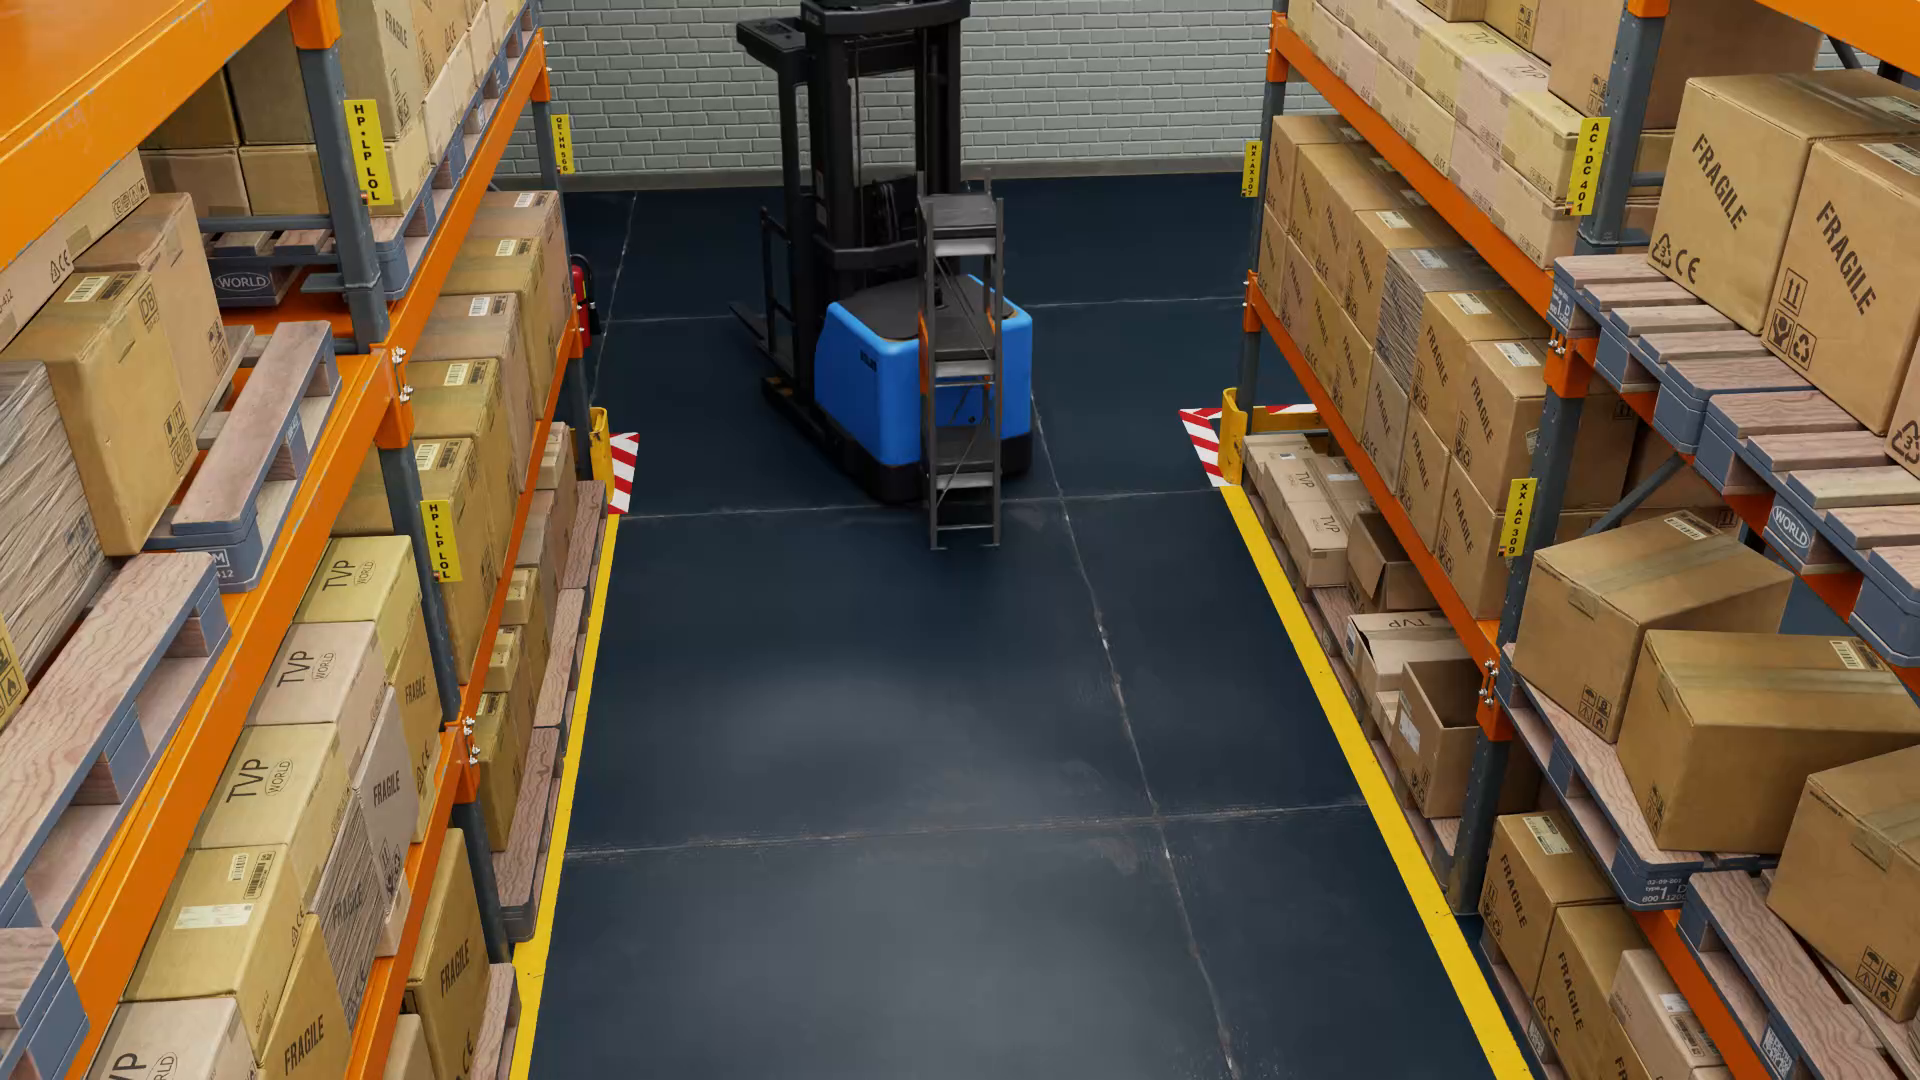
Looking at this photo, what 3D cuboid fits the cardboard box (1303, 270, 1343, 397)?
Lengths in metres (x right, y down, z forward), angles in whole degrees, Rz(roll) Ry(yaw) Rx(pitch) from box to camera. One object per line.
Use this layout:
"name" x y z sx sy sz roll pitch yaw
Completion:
"cardboard box" 2.095 -1.066 8.512 0.500 0.500 0.500 -3 31 -5

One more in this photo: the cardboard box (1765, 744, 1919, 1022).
"cardboard box" 2.818 0.937 4.750 0.700 0.500 0.500 -11 32 -17

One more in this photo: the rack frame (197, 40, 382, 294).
"rack frame" -2.340 -2.076 4.450 1.000 3.000 0.127 -3 31 -5

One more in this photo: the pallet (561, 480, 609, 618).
"pallet" -2.561 0.059 9.445 1.003 0.211 1.213 -3 31 -5

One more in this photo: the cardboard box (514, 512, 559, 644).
"cardboard box" -2.454 0.215 8.492 0.700 0.500 0.500 -4 31 -6

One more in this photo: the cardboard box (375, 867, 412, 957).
"cardboard box" -1.917 1.152 5.121 0.380 0.149 0.250 -3 31 -5

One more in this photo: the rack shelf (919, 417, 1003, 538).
"rack shelf" 0.001 -0.366 9.704 0.431 0.518 0.480 -4 31 -6

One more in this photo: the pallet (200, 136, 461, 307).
"pallet" -2.406 -1.168 5.942 1.003 0.211 1.213 -3 31 -5

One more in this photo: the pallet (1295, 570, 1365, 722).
"pallet" 2.412 0.483 8.736 1.003 0.211 1.213 -3 31 -5

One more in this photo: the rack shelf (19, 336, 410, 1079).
"rack shelf" -2.153 0.542 3.694 1.077 0.370 4.000 -3 31 -5

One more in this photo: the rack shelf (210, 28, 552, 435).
"rack shelf" -2.527 -1.500 7.113 1.077 0.370 4.000 -3 31 -5

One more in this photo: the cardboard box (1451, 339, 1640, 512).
"cardboard box" 2.287 -0.457 6.518 0.500 0.500 0.500 -3 31 -4

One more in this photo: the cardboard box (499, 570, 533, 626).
"cardboard box" -2.207 0.277 7.756 0.380 0.149 0.250 -4 31 -6

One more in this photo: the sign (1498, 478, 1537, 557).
"sign" 2.052 -0.081 6.116 0.100 0.325 0.005 -3 31 -5

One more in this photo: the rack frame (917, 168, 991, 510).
"rack frame" -0.031 -1.103 9.547 0.400 2.100 0.015 -4 31 -6

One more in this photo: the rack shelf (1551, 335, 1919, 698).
"rack shelf" 2.779 0.303 4.094 1.077 0.370 4.000 -3 31 -5

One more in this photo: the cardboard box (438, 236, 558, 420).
"cardboard box" -2.577 -1.040 8.274 0.980 0.700 0.700 -3 31 -5

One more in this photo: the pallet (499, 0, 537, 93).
"pallet" -2.634 -2.414 8.027 1.003 0.211 1.213 -3 31 -5

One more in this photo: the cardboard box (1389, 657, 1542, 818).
"cardboard box" 2.256 0.868 7.381 0.500 0.500 0.500 -3 31 -5

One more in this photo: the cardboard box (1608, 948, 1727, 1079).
"cardboard box" 2.488 1.592 5.437 0.500 0.250 0.500 -3 31 -4

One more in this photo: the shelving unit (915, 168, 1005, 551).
"shelving unit" -0.001 -0.979 9.339 0.431 2.100 0.503 -4 31 -6

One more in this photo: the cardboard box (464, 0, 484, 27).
"cardboard box" -2.280 -2.428 6.873 0.500 0.500 0.500 -4 31 -7

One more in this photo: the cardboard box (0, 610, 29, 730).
"cardboard box" -2.209 0.227 2.994 0.700 0.500 0.500 -1 31 -2

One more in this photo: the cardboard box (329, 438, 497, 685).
"cardboard box" -2.374 0.093 6.376 0.980 0.700 0.700 -2 31 -4

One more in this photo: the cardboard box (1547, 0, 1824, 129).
"cardboard box" 2.508 -1.746 5.750 0.700 0.500 0.500 -3 31 -5

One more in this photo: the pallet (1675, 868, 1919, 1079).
"pallet" 2.779 1.393 4.681 1.003 0.211 1.213 -3 31 -5

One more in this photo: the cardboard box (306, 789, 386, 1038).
"cardboard box" -1.950 1.061 4.641 0.500 0.500 0.500 -3 31 -4

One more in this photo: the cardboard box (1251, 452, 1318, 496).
"cardboard box" 1.939 -0.396 9.822 0.380 0.166 0.250 -3 31 -5

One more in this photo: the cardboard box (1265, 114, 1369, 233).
"cardboard box" 1.997 -2.015 9.125 0.500 0.500 0.500 -2 31 -3

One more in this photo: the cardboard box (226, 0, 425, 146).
"cardboard box" -2.127 -1.646 5.563 0.500 0.500 0.500 -3 31 -5

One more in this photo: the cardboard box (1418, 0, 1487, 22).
"cardboard box" 2.352 -2.511 7.031 0.700 0.500 0.500 -3 31 -5

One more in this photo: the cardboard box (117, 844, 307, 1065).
"cardboard box" -1.907 1.007 4.001 0.500 0.250 0.500 -3 31 -6

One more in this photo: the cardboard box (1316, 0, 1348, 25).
"cardboard box" 2.047 -2.689 8.061 0.500 0.250 0.500 -3 31 -5

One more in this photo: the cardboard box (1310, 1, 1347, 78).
"cardboard box" 2.047 -2.475 8.189 0.500 0.250 0.500 -3 31 -5

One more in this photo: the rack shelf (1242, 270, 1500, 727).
"rack shelf" 2.405 -0.452 8.282 1.077 0.370 4.000 -3 31 -5

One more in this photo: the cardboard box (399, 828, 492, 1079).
"cardboard box" -2.150 1.568 5.886 0.750 0.750 0.750 -2 31 -4

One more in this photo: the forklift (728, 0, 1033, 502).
"forklift" -0.694 -2.217 10.603 1.130 2.935 3.031 -15 34 -24

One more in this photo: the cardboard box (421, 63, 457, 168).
"cardboard box" -2.175 -1.573 6.172 0.500 0.250 0.500 -3 31 -6

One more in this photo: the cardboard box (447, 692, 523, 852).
"cardboard box" -2.308 1.006 7.169 0.700 0.500 0.500 -2 31 -4

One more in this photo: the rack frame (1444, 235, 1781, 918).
"rack frame" 2.592 0.261 6.388 1.000 3.000 0.127 -3 31 -5

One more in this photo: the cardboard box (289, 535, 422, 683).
"cardboard box" -2.041 0.225 5.310 0.500 0.250 0.500 -2 31 -3

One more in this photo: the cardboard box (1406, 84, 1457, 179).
"cardboard box" 2.190 -1.709 6.907 0.500 0.250 0.500 -3 31 -5

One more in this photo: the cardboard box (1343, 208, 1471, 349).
"cardboard box" 2.144 -1.233 7.817 0.500 0.500 0.500 -3 31 -5

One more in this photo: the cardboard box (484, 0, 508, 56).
"cardboard box" -2.331 -2.362 7.493 0.500 0.250 0.500 -4 31 -6

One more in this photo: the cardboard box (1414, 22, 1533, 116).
"cardboard box" 2.188 -1.923 6.779 0.500 0.250 0.500 -3 31 -5

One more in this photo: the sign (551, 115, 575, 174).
"sign" -2.172 -2.160 9.081 0.100 0.325 0.005 -3 31 -5

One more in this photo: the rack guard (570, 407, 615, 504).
"rack guard" -2.716 -0.481 10.068 1.175 0.500 0.348 -3 31 -5

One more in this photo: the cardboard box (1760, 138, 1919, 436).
"cardboard box" 2.651 -0.692 4.454 0.600 0.600 0.600 -3 31 -5

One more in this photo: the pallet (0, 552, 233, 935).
"pallet" -2.186 0.438 3.350 1.003 0.211 1.213 -1 31 -2

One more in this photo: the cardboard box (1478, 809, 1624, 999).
"cardboard box" 2.395 1.404 6.484 0.500 0.500 0.500 -4 31 -7

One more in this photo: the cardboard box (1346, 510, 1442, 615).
"cardboard box" 2.411 0.185 8.521 0.797 0.503 0.637 -3 31 -5

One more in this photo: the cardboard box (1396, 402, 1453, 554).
"cardboard box" 2.240 -0.288 7.210 0.500 0.500 0.500 -2 31 -3

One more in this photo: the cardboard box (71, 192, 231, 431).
"cardboard box" -2.367 -0.565 4.319 0.700 0.500 0.500 -4 31 -7
